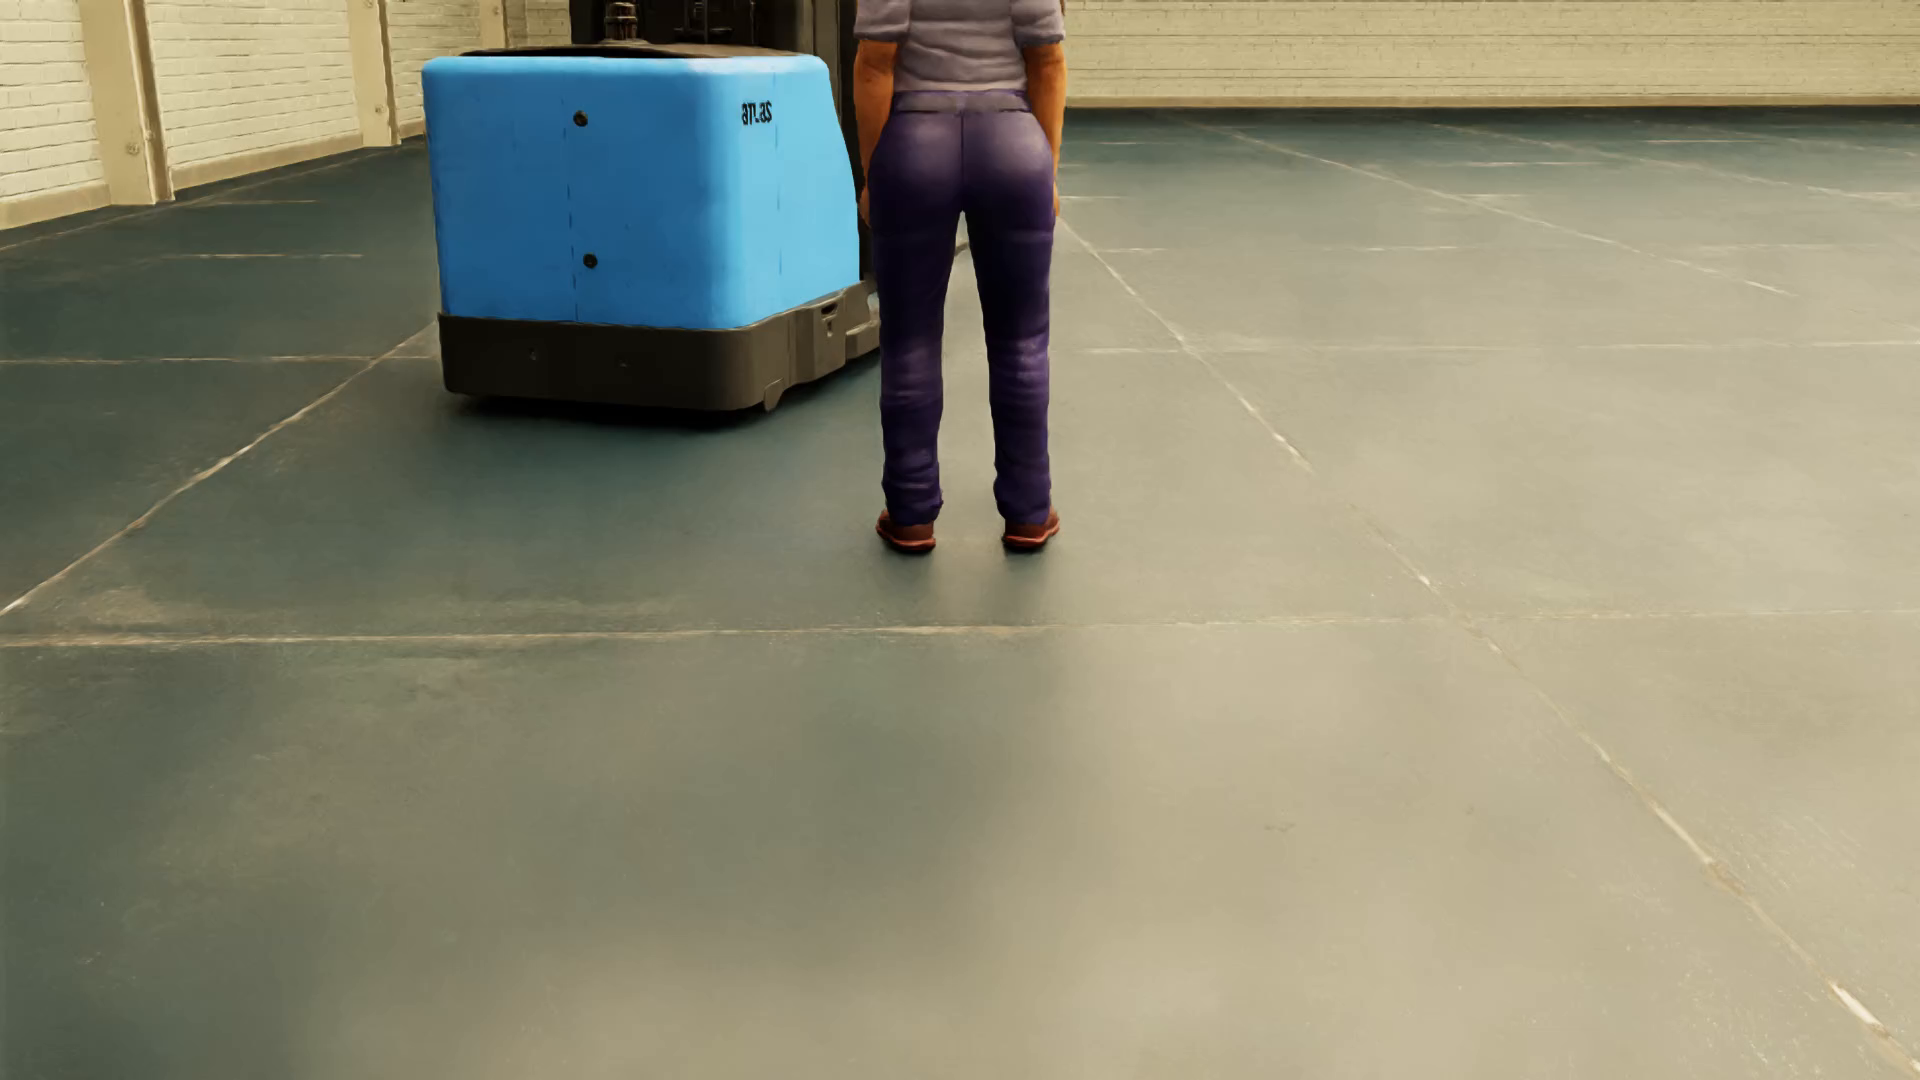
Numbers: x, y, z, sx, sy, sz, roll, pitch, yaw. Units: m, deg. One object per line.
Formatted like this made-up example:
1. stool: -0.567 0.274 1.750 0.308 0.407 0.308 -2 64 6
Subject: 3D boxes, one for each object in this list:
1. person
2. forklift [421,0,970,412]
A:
1. person: 0.007 -0.789 3.693 0.480 1.649 0.349 -1 17 -3
2. forklift: -0.707 -2.176 6.022 1.130 2.935 3.031 5 18 16
